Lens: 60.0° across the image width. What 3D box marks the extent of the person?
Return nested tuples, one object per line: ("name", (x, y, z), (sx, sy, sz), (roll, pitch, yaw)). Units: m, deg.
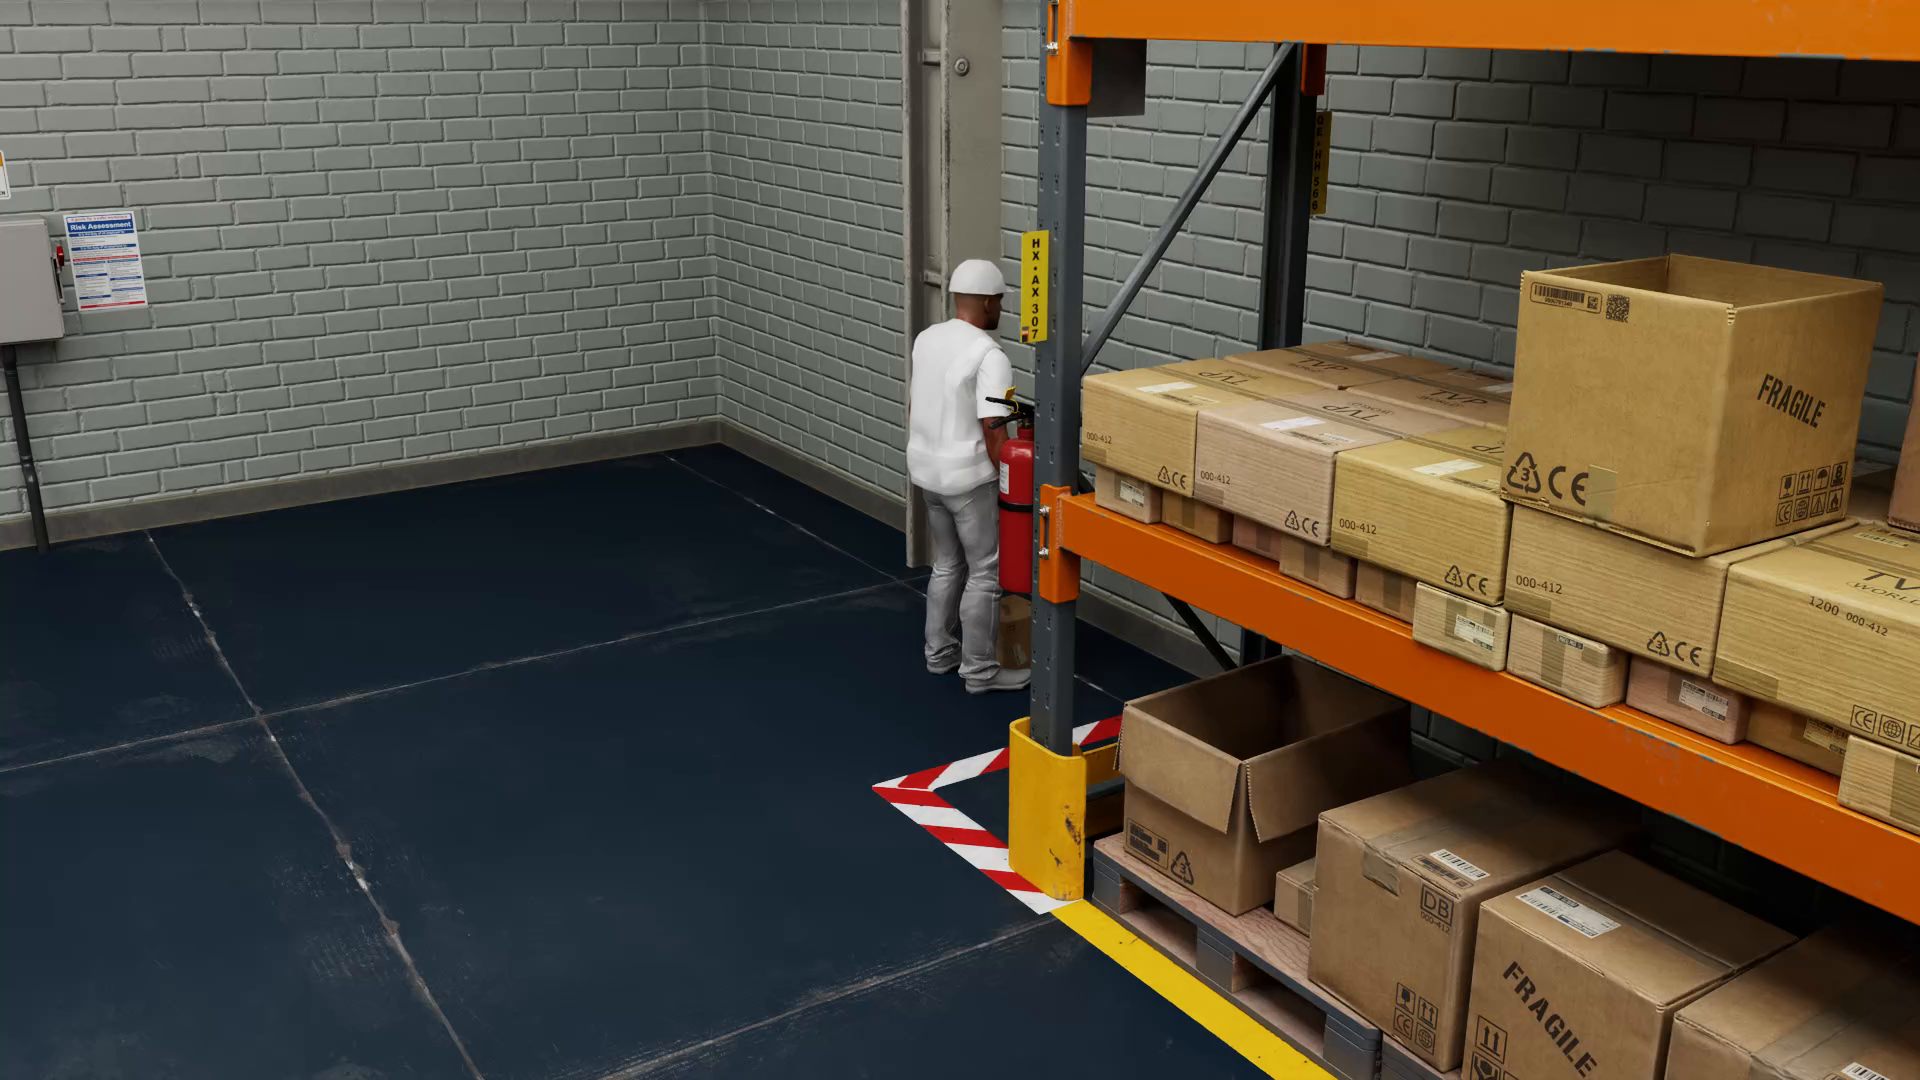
("person", (0.034, -0.266, 6.845), (0.459, 1.761, 0.638), (-12, 22, -33))
